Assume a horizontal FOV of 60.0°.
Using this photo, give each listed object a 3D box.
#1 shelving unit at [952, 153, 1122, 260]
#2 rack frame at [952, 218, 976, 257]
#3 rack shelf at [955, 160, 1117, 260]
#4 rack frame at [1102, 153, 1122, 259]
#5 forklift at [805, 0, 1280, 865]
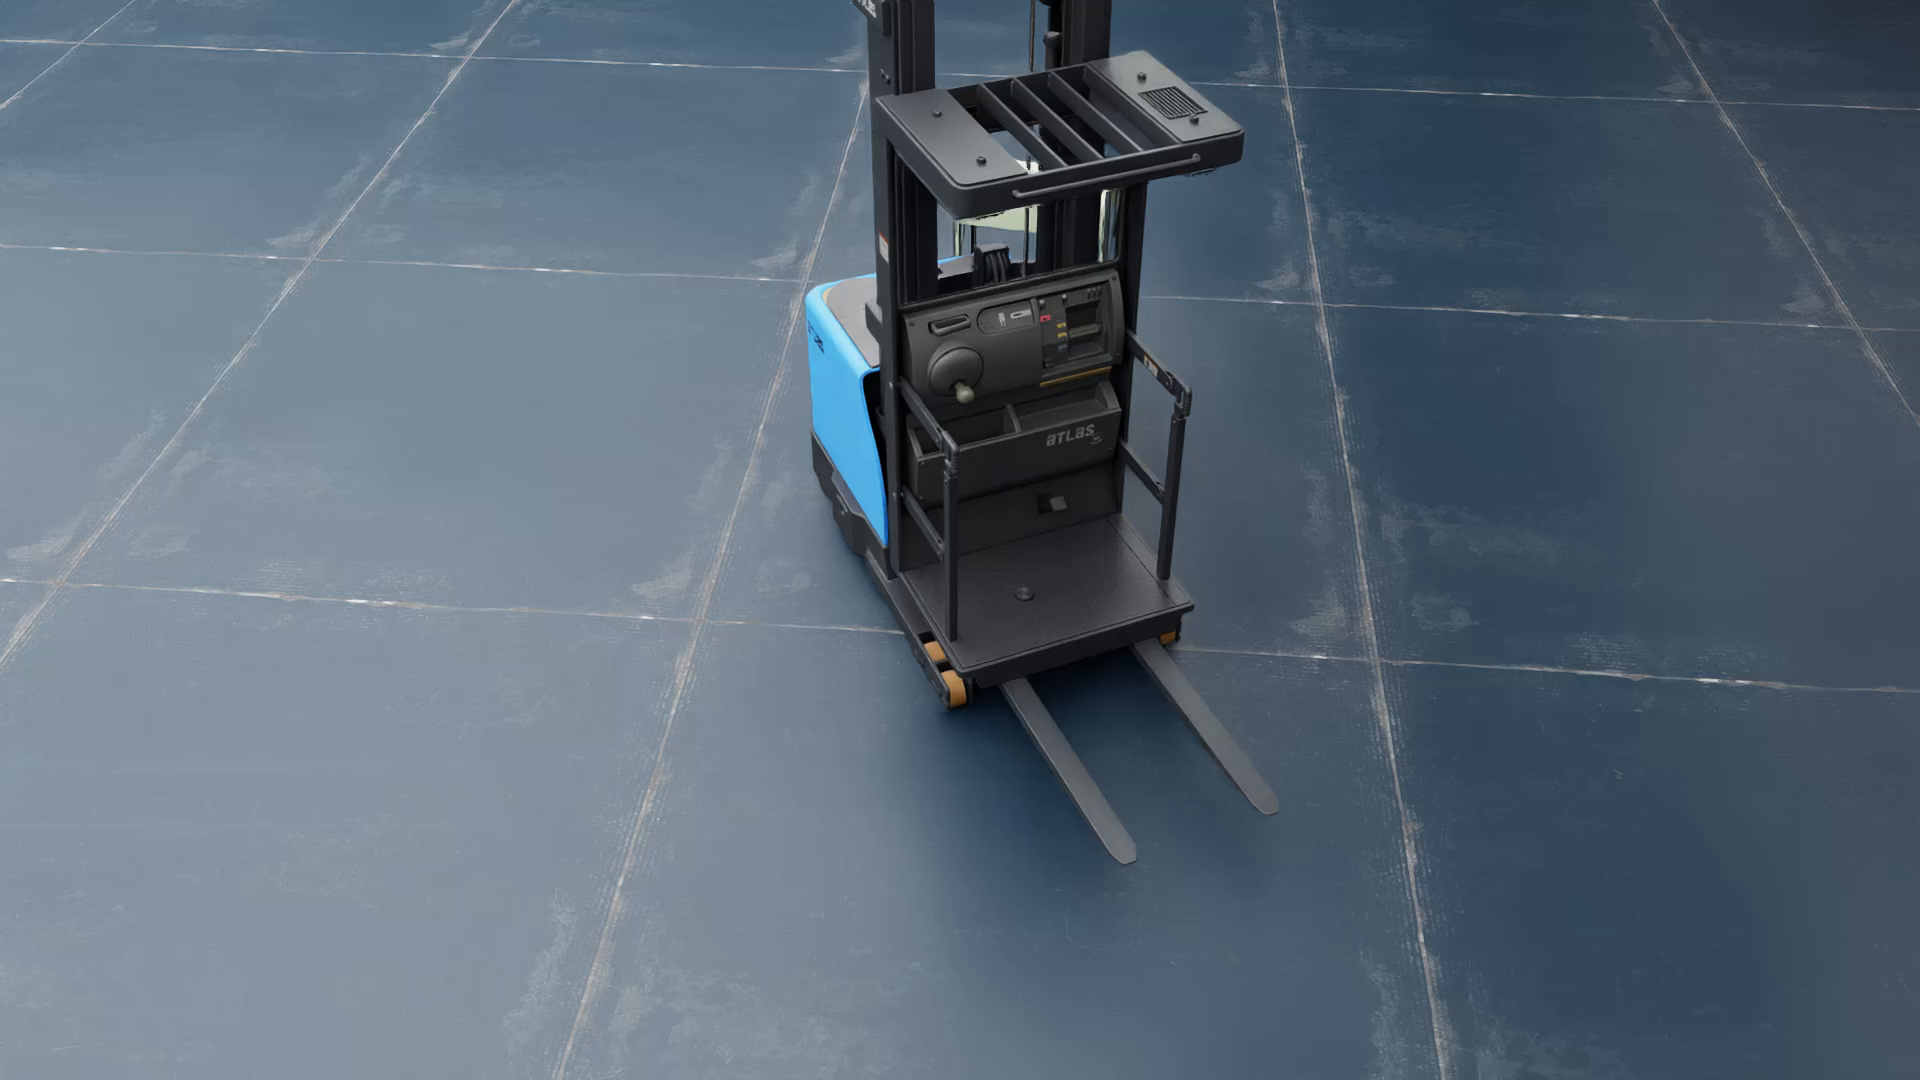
[{"bbox_3d":[0.377,-1.288,8.315,0.755,1.500,0.431,9,40,11],"label":"shelving unit"},{"bbox_3d":[0.022,-1.346,8.385,0.023,1.500,0.400,9,40,11],"label":"rack frame"},{"bbox_3d":[0.377,-1.591,8.068,0.720,0.370,0.431,9,40,11],"label":"rack shelf"},{"bbox_3d":[0.731,-1.231,8.244,0.023,1.500,0.400,9,40,11],"label":"rack frame"},{"bbox_3d":[0.314,-0.733,6.499,1.130,2.935,3.031,-15,42,-18],"label":"forklift"}]
